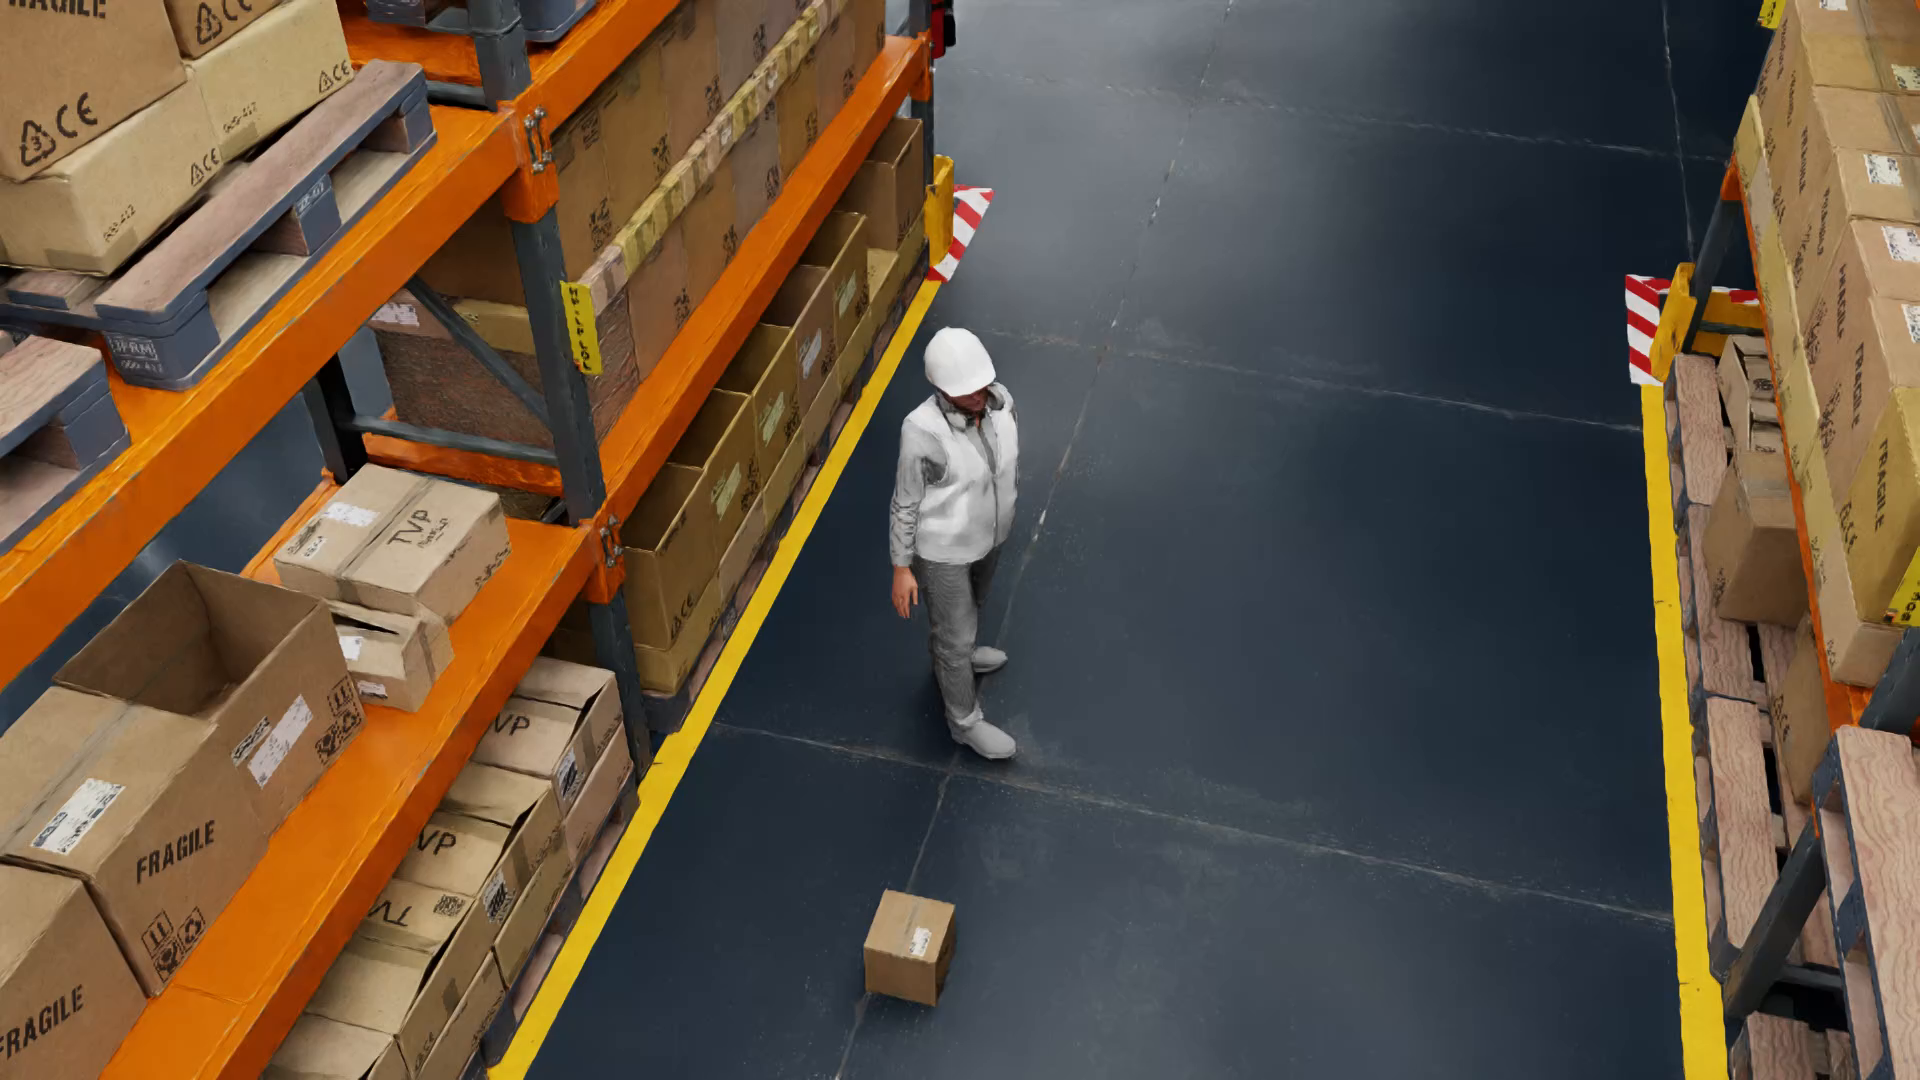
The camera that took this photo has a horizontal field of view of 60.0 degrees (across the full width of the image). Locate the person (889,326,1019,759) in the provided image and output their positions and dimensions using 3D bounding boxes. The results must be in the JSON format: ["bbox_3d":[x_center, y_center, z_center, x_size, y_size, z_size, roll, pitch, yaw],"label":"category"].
[{"bbox_3d":[0.040,0.017,6.086,0.611,1.768,0.715,28,48,28],"label":"person"}]
